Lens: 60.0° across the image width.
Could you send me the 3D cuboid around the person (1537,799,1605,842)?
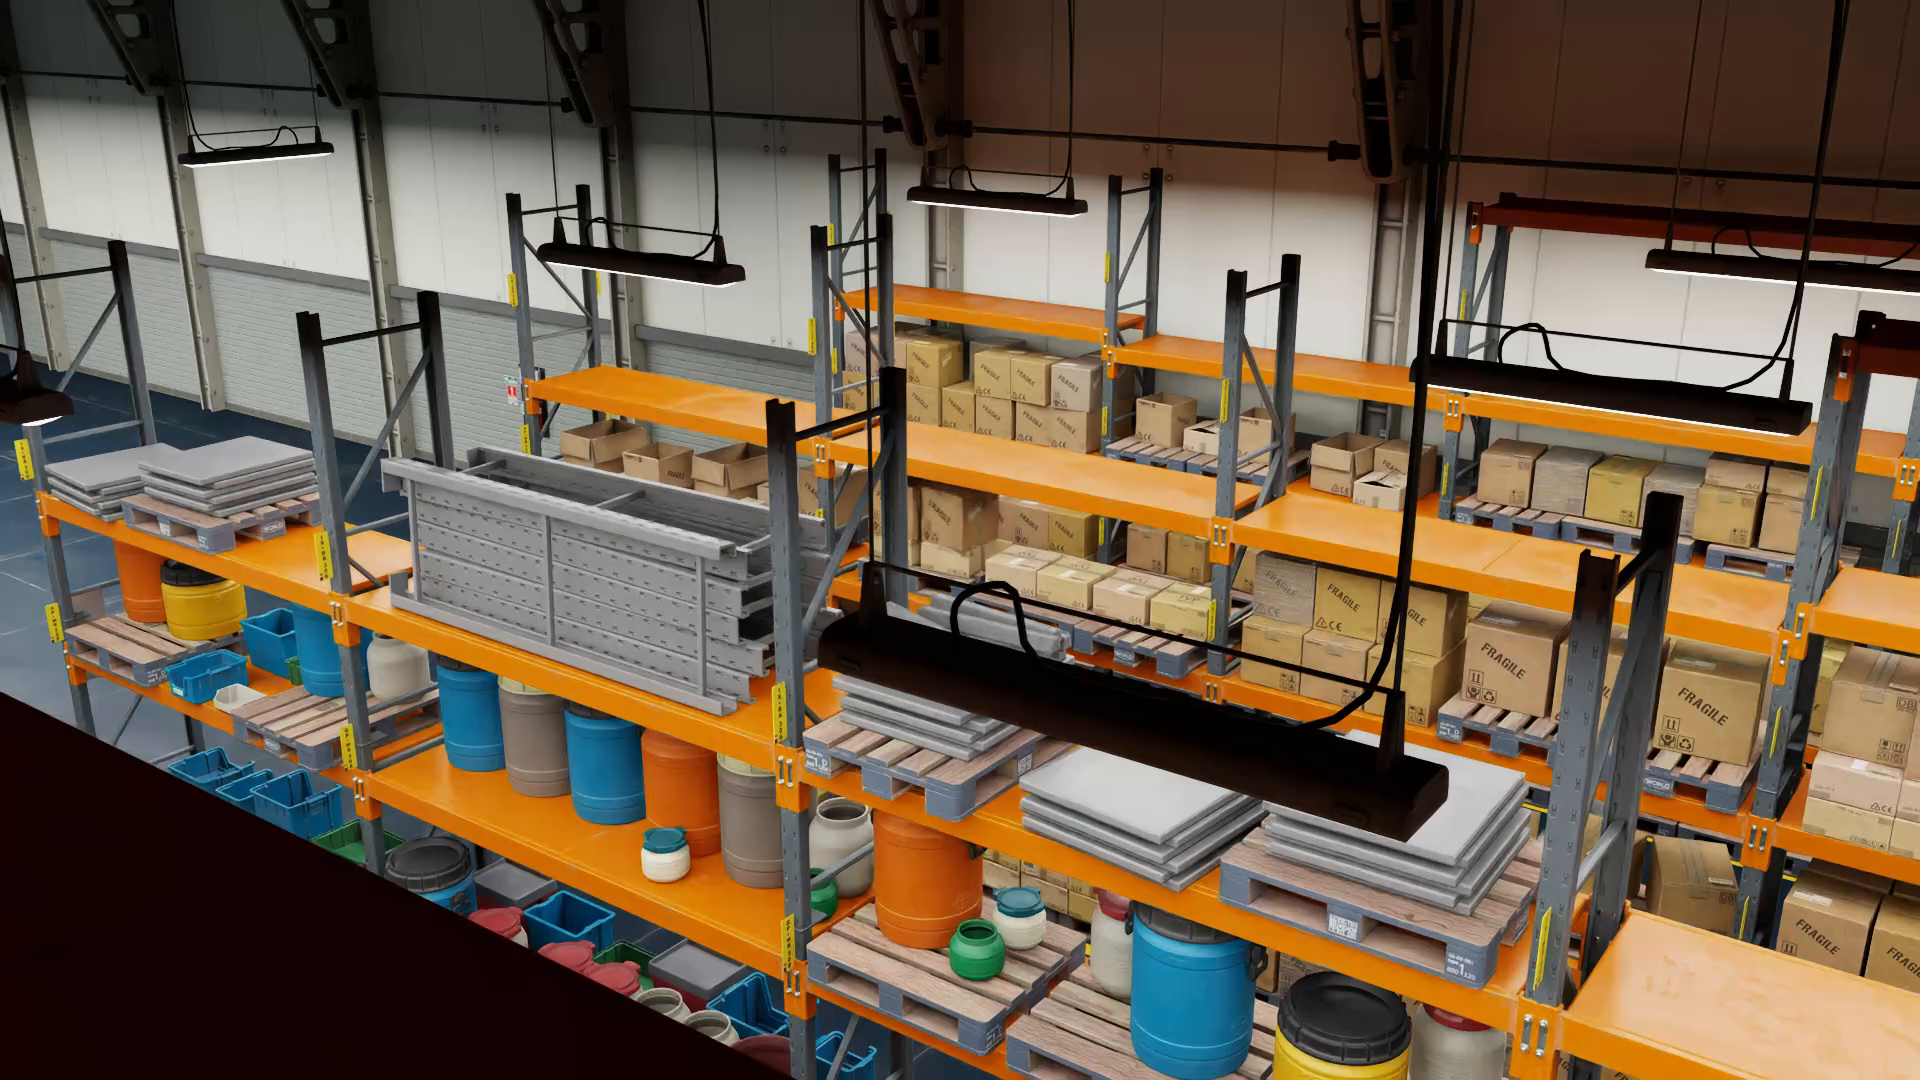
[{"bbox_3d":[5.747,2.360,15.437,1.044,1.600,0.493,9,21,26],"label":"person"}]
